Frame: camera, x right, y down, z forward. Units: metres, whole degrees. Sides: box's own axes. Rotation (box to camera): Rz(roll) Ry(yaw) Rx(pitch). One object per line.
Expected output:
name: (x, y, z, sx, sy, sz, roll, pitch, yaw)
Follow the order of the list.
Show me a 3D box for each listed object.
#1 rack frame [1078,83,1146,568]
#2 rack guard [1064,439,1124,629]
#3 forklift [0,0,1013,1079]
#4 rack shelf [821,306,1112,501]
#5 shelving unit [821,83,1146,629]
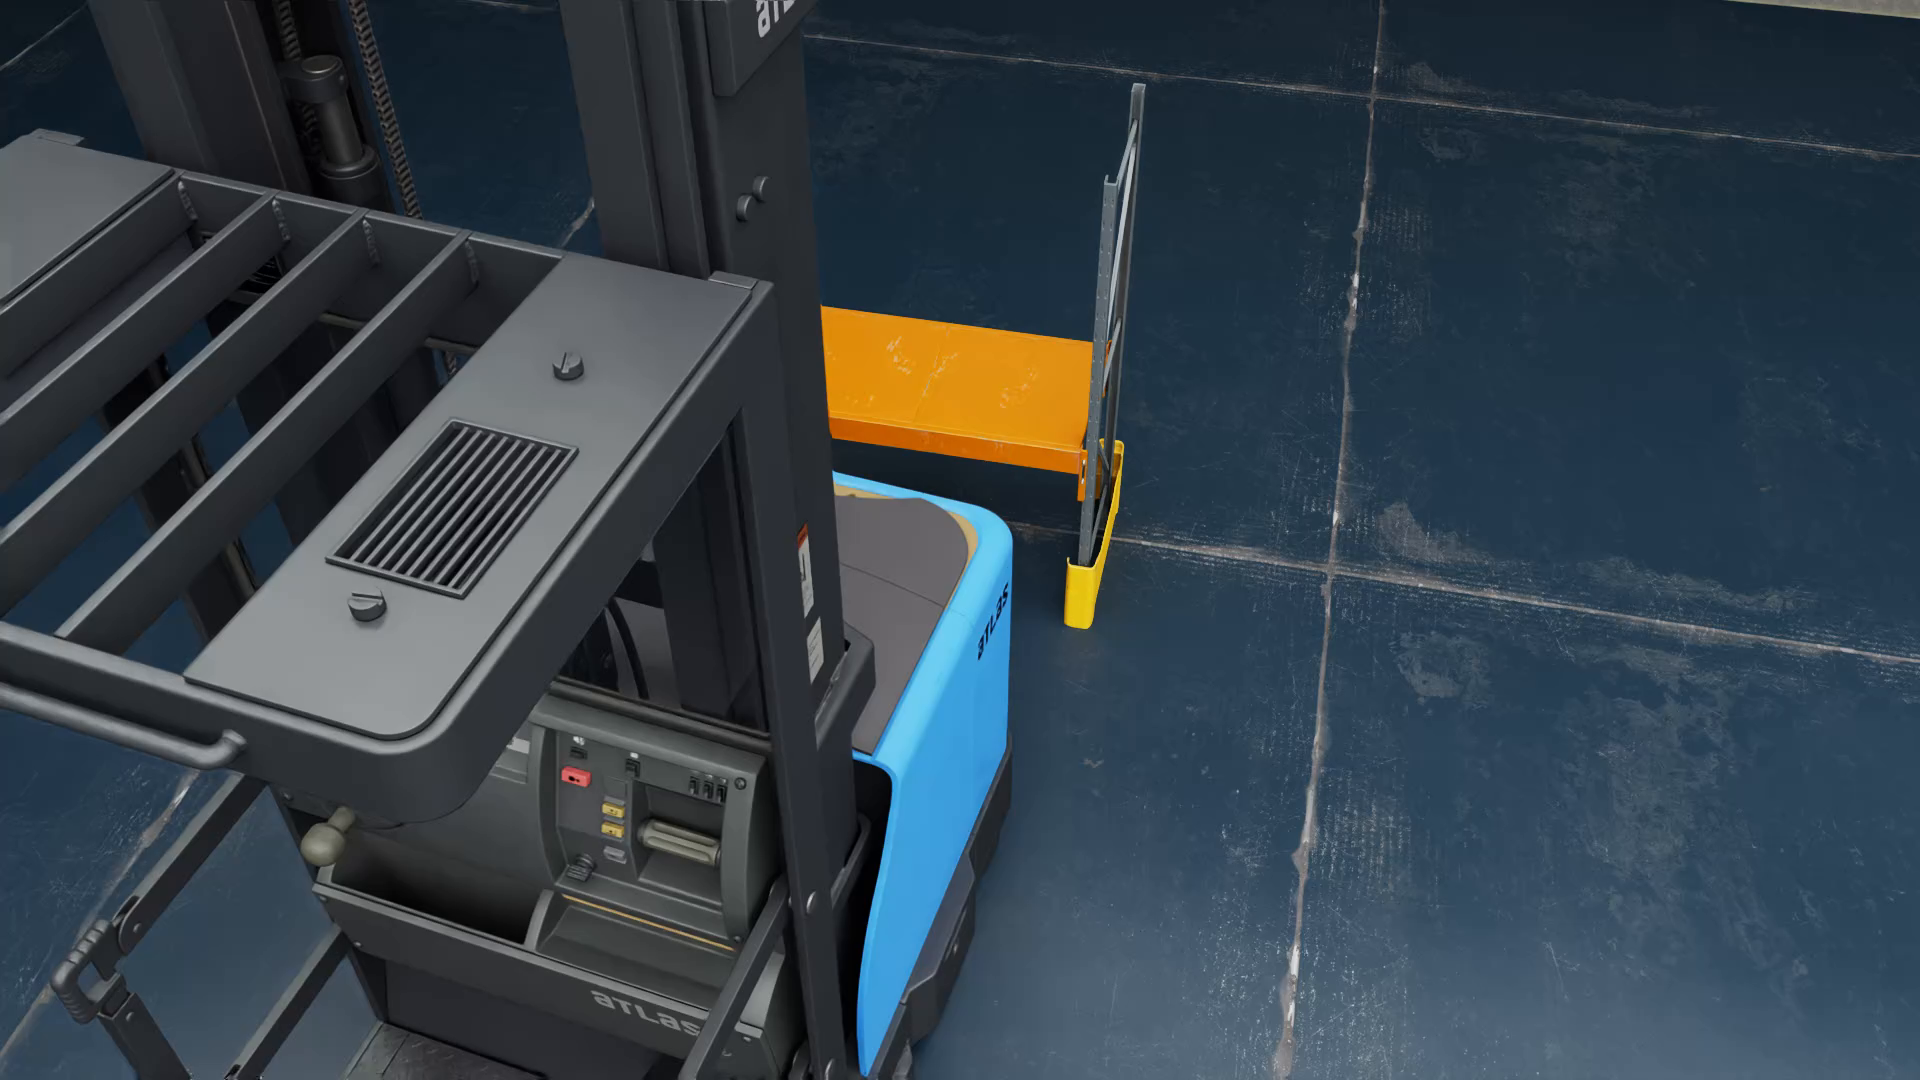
rack frame: (0.413, -0.476, 4.663, 0.032, 1.500, 0.500, 9, 45, 9)
rack guard: (0.412, -0.026, 5.097, 0.087, 0.250, 0.587, 9, 45, 9)
forklift: (-0.834, 0.509, 2.608, 1.130, 2.935, 3.031, 14, 46, 14)
rack shelf: (-0.083, -0.424, 4.868, 1.000, 0.185, 0.538, 9, 45, 9)
shelving unit: (-0.074, -0.552, 4.742, 1.083, 1.500, 0.587, 9, 45, 9)
